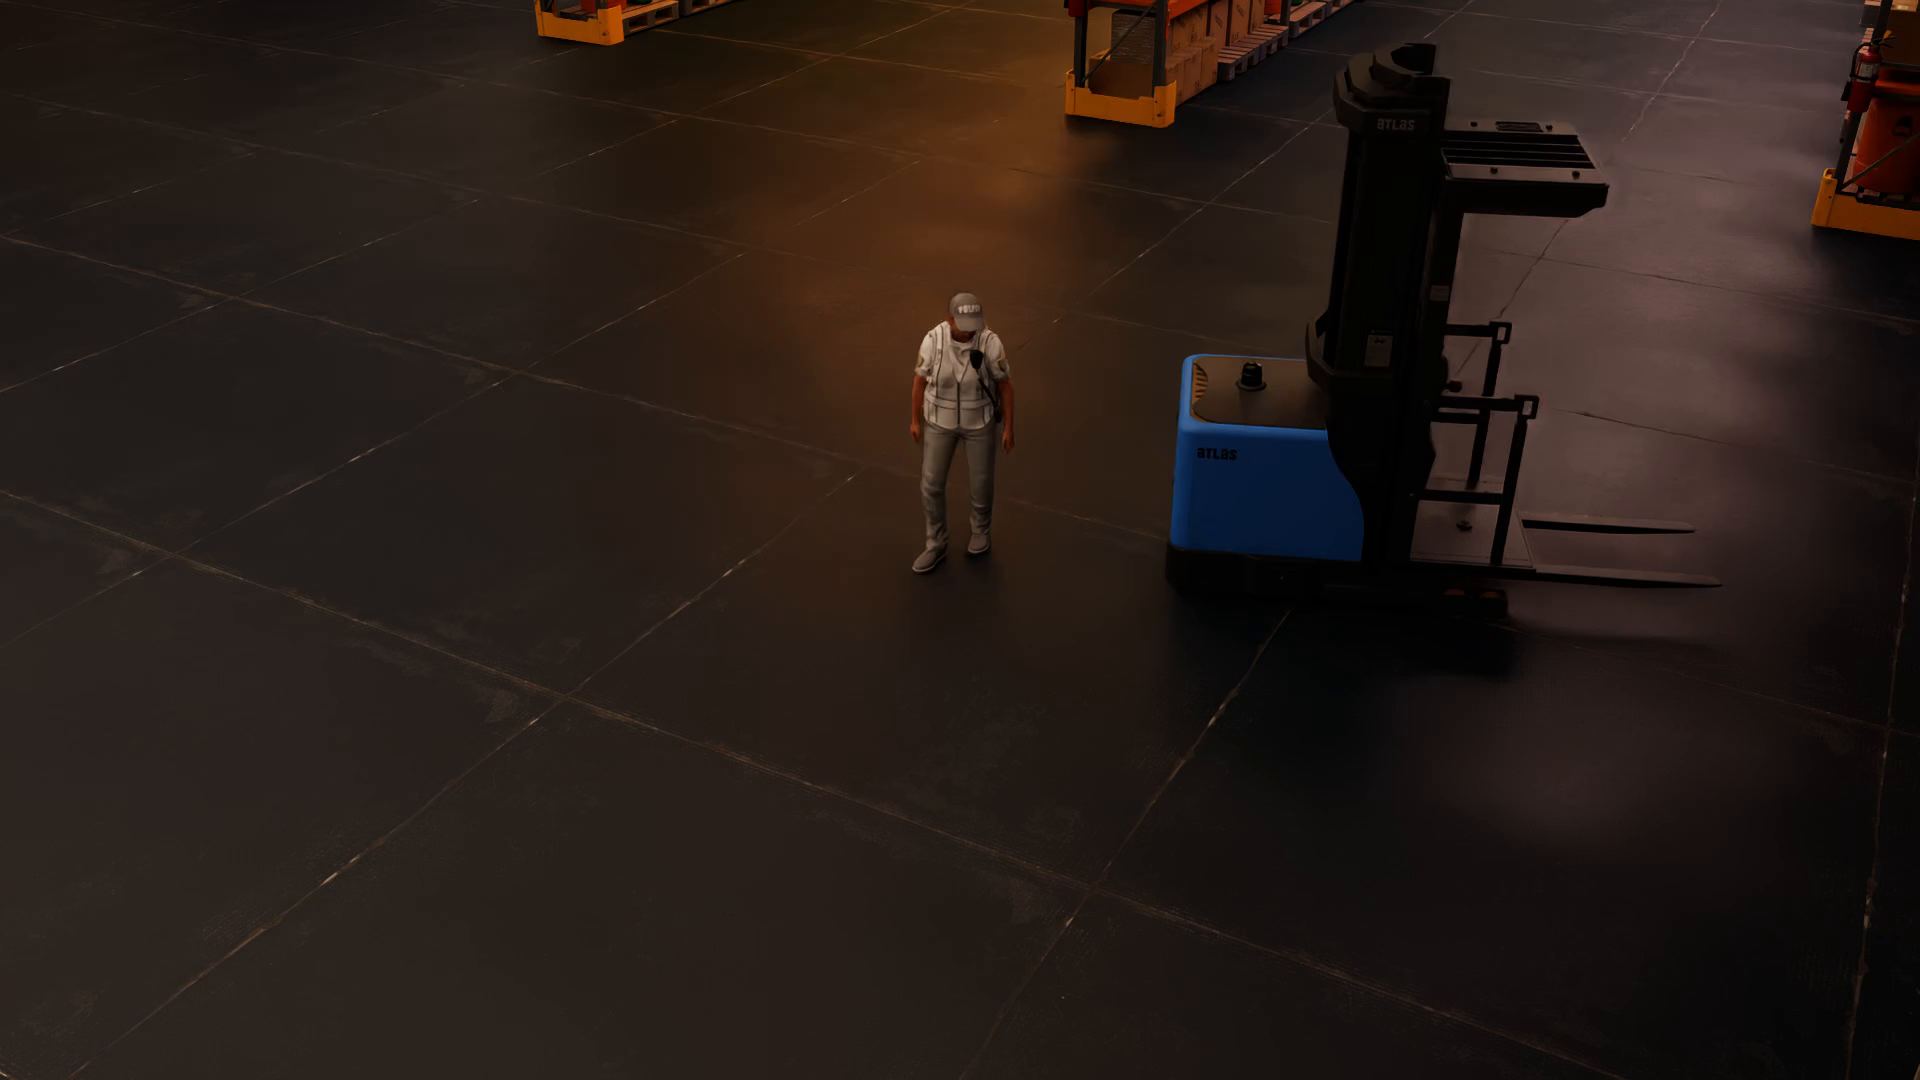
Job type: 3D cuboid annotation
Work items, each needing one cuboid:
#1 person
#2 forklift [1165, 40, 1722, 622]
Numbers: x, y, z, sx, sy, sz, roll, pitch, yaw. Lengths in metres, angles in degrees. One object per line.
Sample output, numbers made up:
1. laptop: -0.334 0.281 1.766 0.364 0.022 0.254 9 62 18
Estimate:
1. person: 0.010 -0.631 9.454 0.605 1.645 0.557 2 30 3
2. forklift: 2.731 -1.100 8.977 3.031 2.935 1.130 4 30 7
